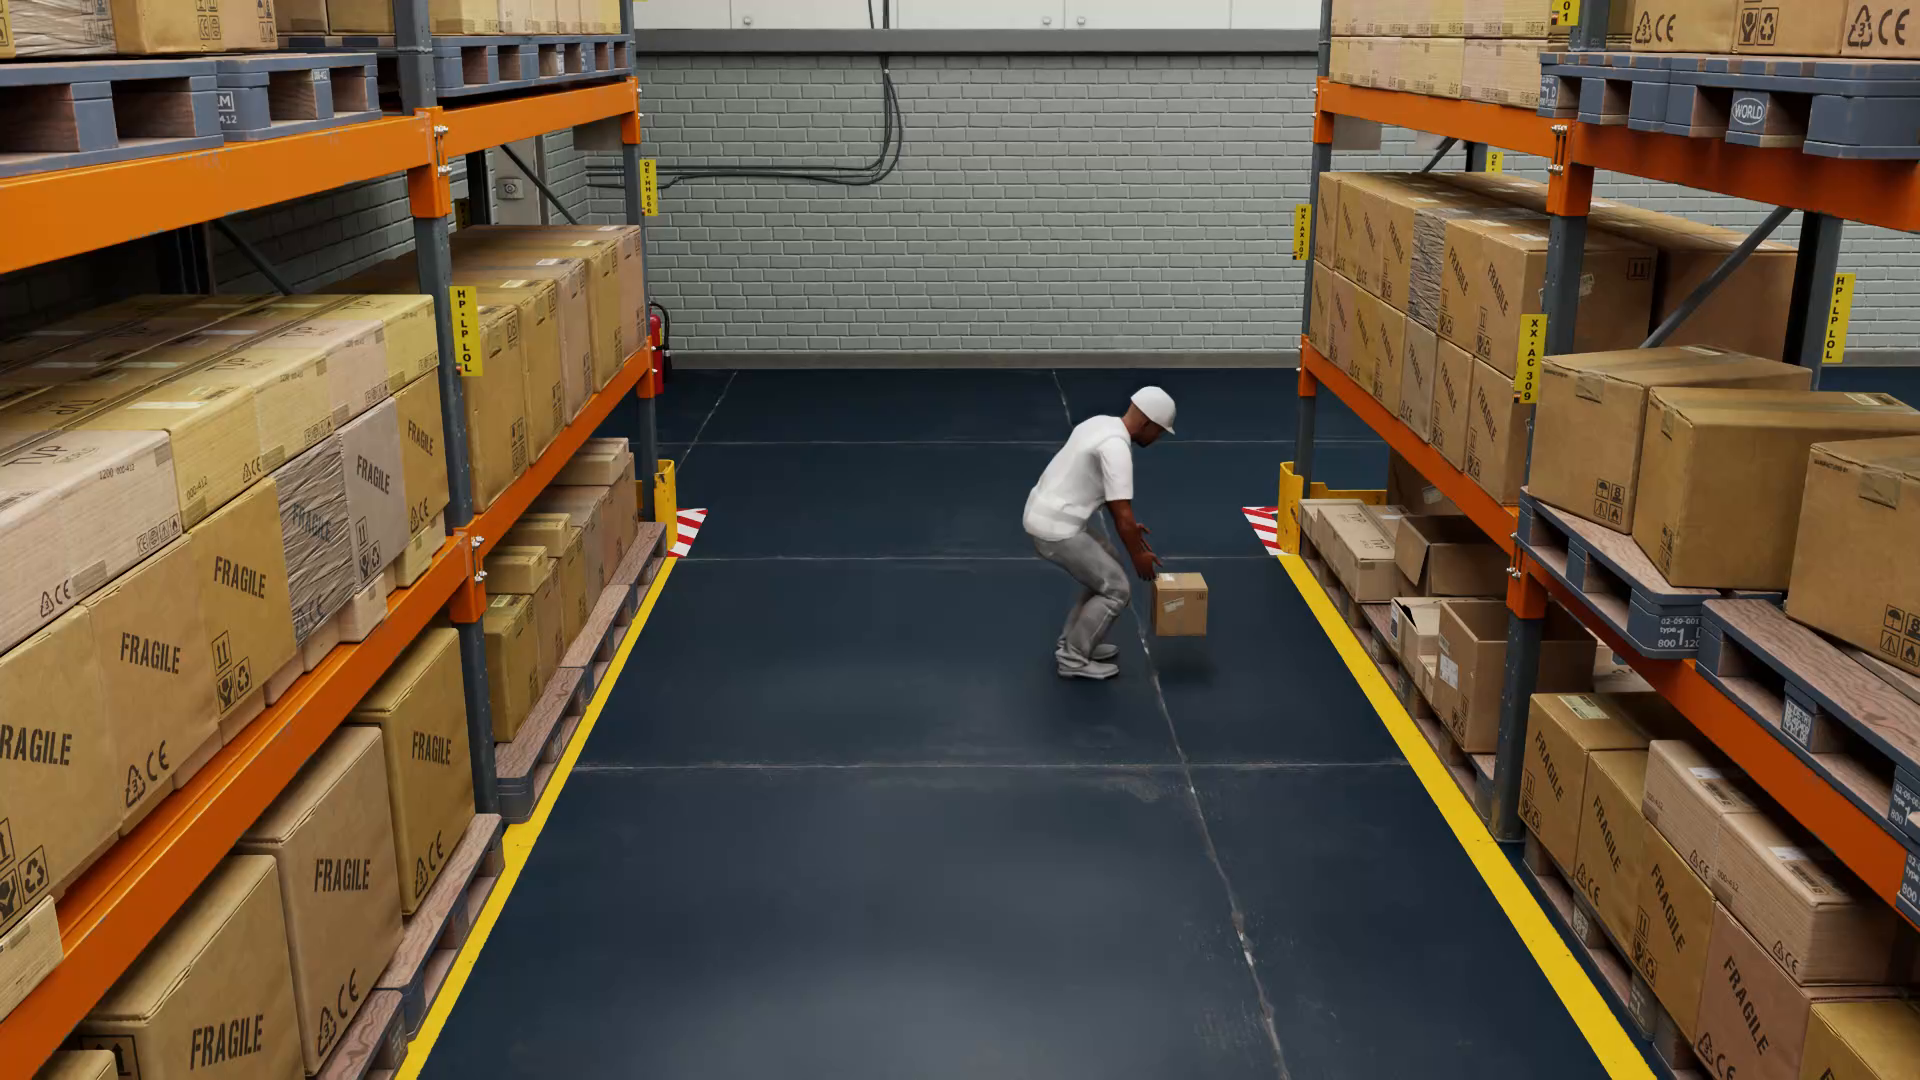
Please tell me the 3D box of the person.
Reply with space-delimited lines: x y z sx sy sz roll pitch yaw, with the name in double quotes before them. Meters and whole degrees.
"person" 0.682 -0.058 8.265 0.746 1.433 0.631 0 17 -1
